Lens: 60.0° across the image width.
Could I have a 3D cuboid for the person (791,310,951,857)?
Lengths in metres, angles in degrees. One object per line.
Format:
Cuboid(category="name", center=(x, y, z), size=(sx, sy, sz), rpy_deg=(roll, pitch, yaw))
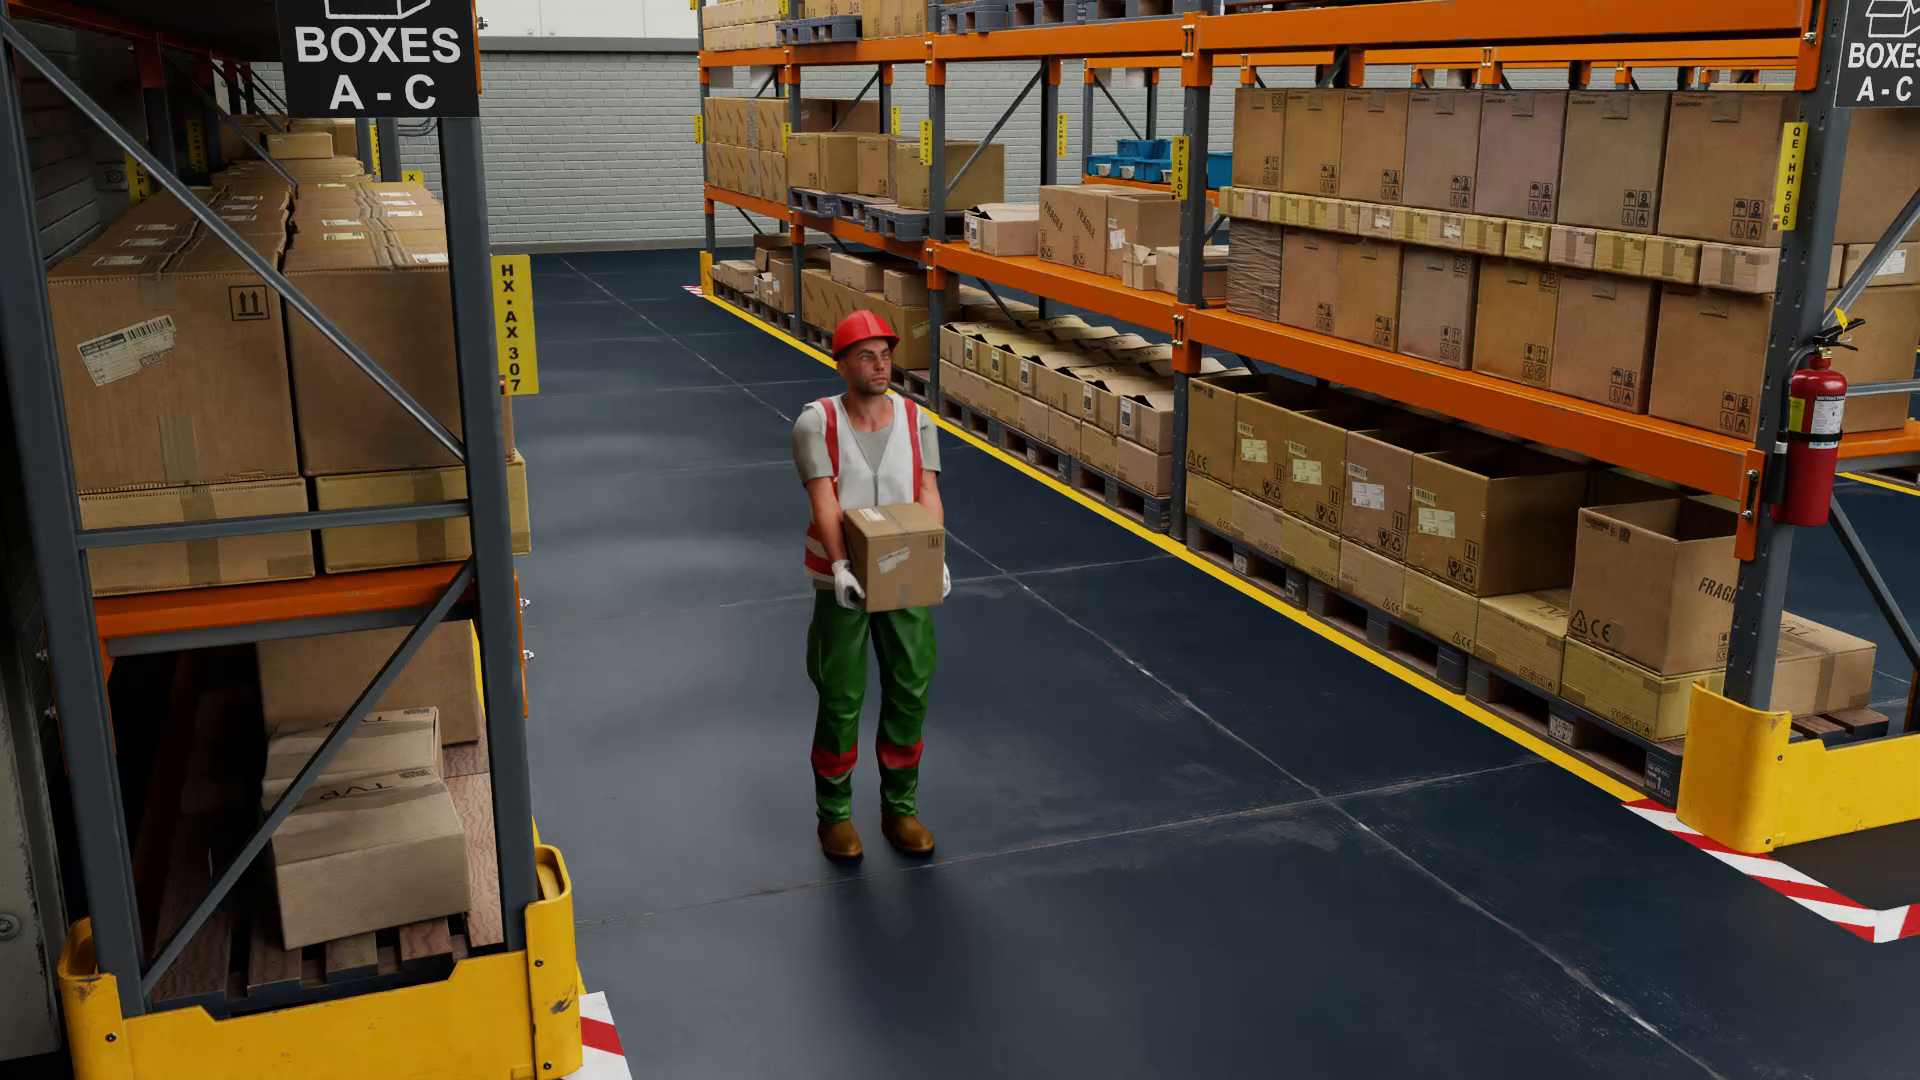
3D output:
Cuboid(category="person", center=(-0.257, 0.170, 5.375), size=(0.494, 1.782, 0.573), rpy_deg=(-6, 16, -20))
